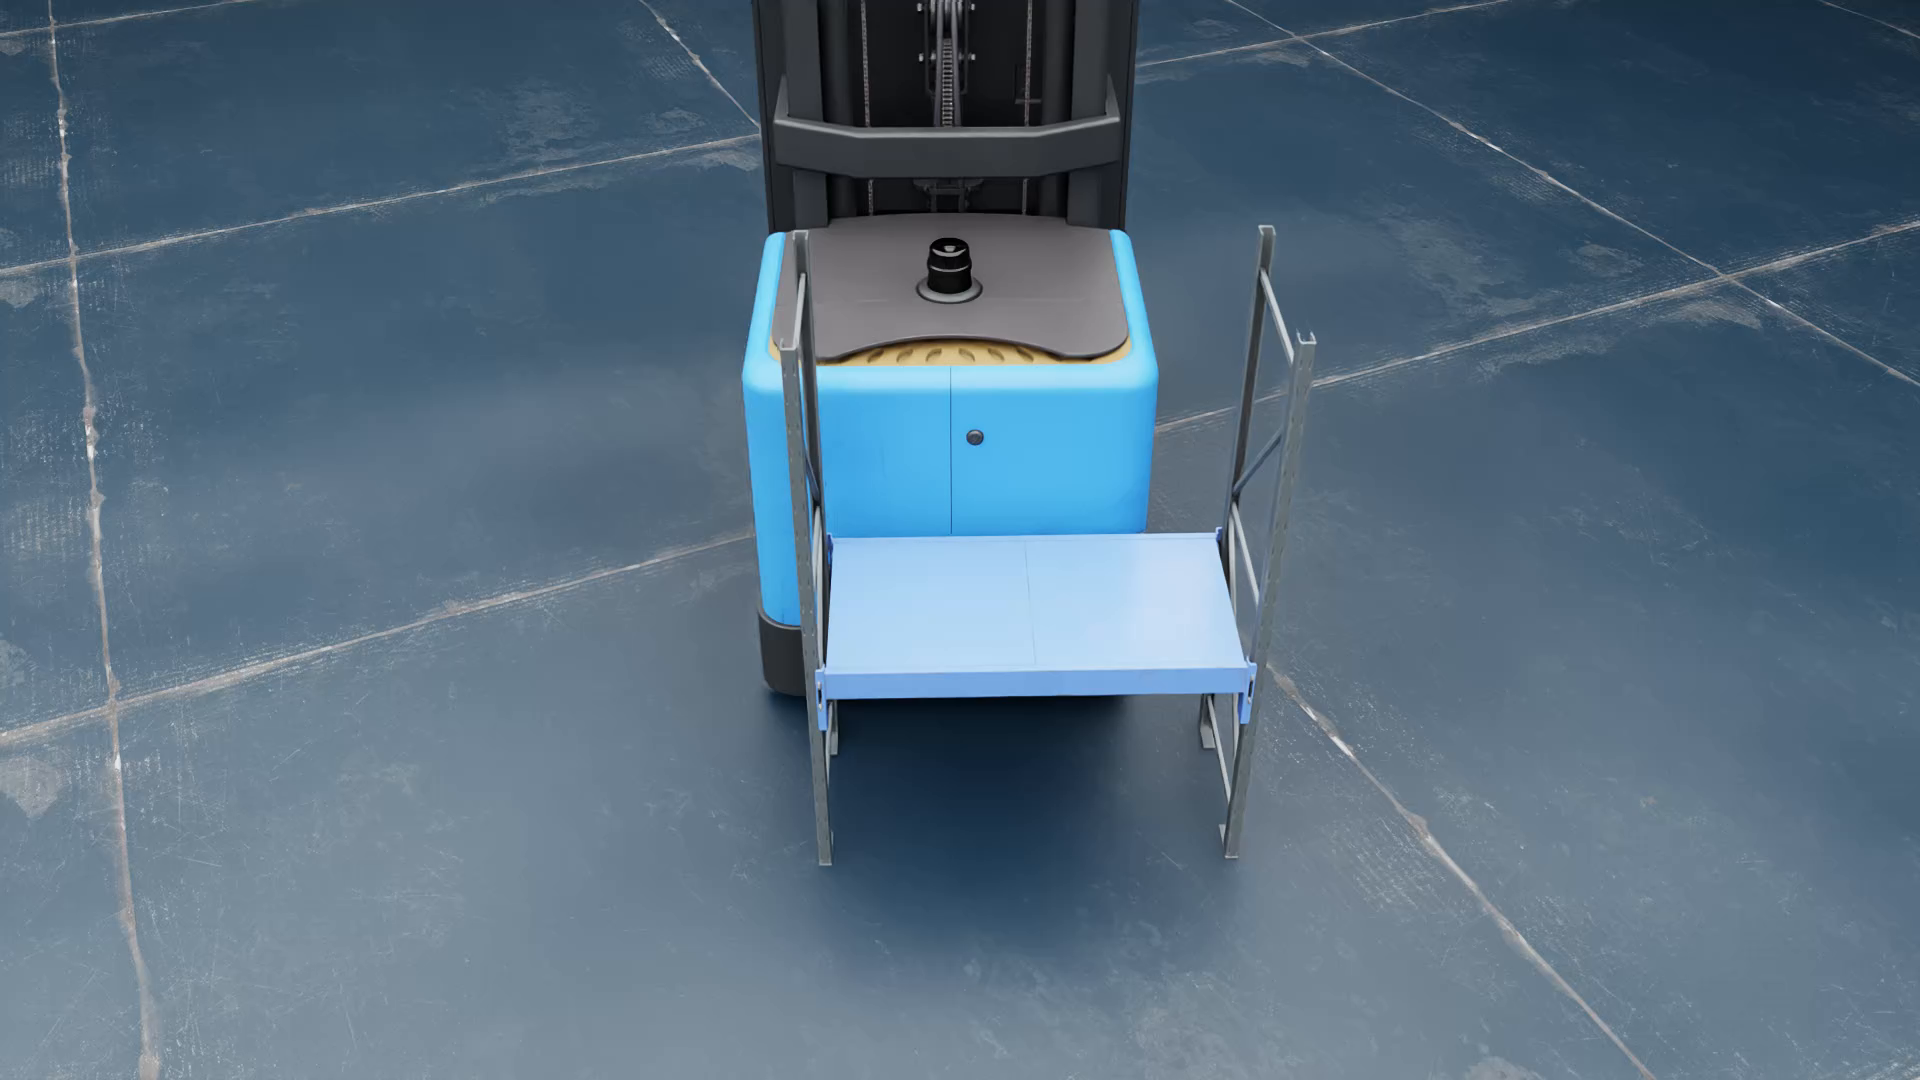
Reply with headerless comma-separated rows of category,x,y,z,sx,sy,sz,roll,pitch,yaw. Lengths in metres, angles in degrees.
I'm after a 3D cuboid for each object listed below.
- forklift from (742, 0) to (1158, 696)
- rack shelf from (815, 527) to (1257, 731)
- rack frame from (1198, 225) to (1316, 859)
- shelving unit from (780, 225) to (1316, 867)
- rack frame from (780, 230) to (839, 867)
forklift,-0.045,-1.598,4.944,1.130,2.935,3.031,-1,37,-1
rack shelf,0.167,0.205,4.008,1.000,0.185,0.538,-1,38,-1
rack frame,0.675,0.055,3.907,0.032,1.500,0.500,-1,38,-1
shelving unit,0.167,0.063,3.898,1.048,1.500,0.538,-1,38,-1
rack frame,-0.341,0.070,3.888,0.032,1.500,0.500,-1,38,-1
